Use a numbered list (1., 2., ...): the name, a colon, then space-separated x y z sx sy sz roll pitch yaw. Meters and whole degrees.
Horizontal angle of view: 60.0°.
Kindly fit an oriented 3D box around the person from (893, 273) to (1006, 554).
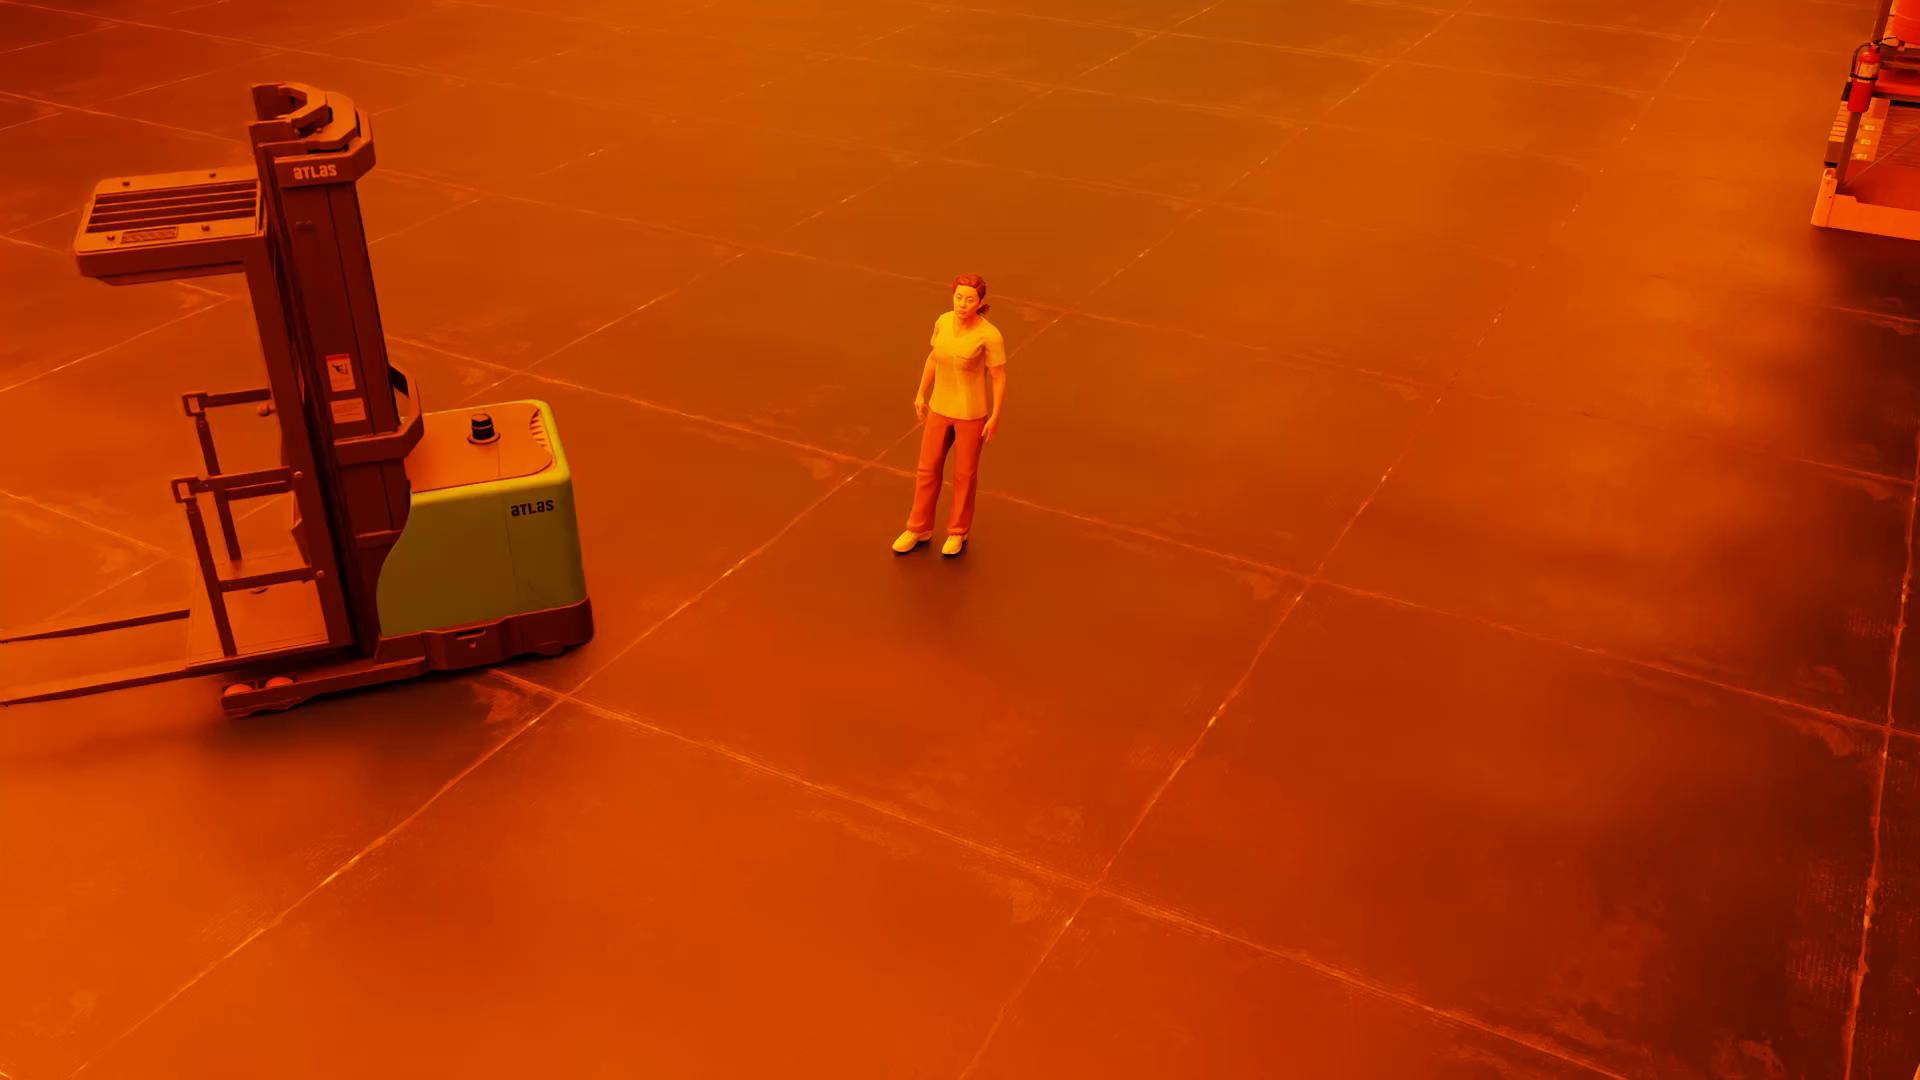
1. person: -0.046 -0.703 9.529 0.553 1.675 0.549 15 33 25

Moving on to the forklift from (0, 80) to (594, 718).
1. forklift: -3.551 -0.666 8.224 3.031 2.935 1.130 -10 31 -17
